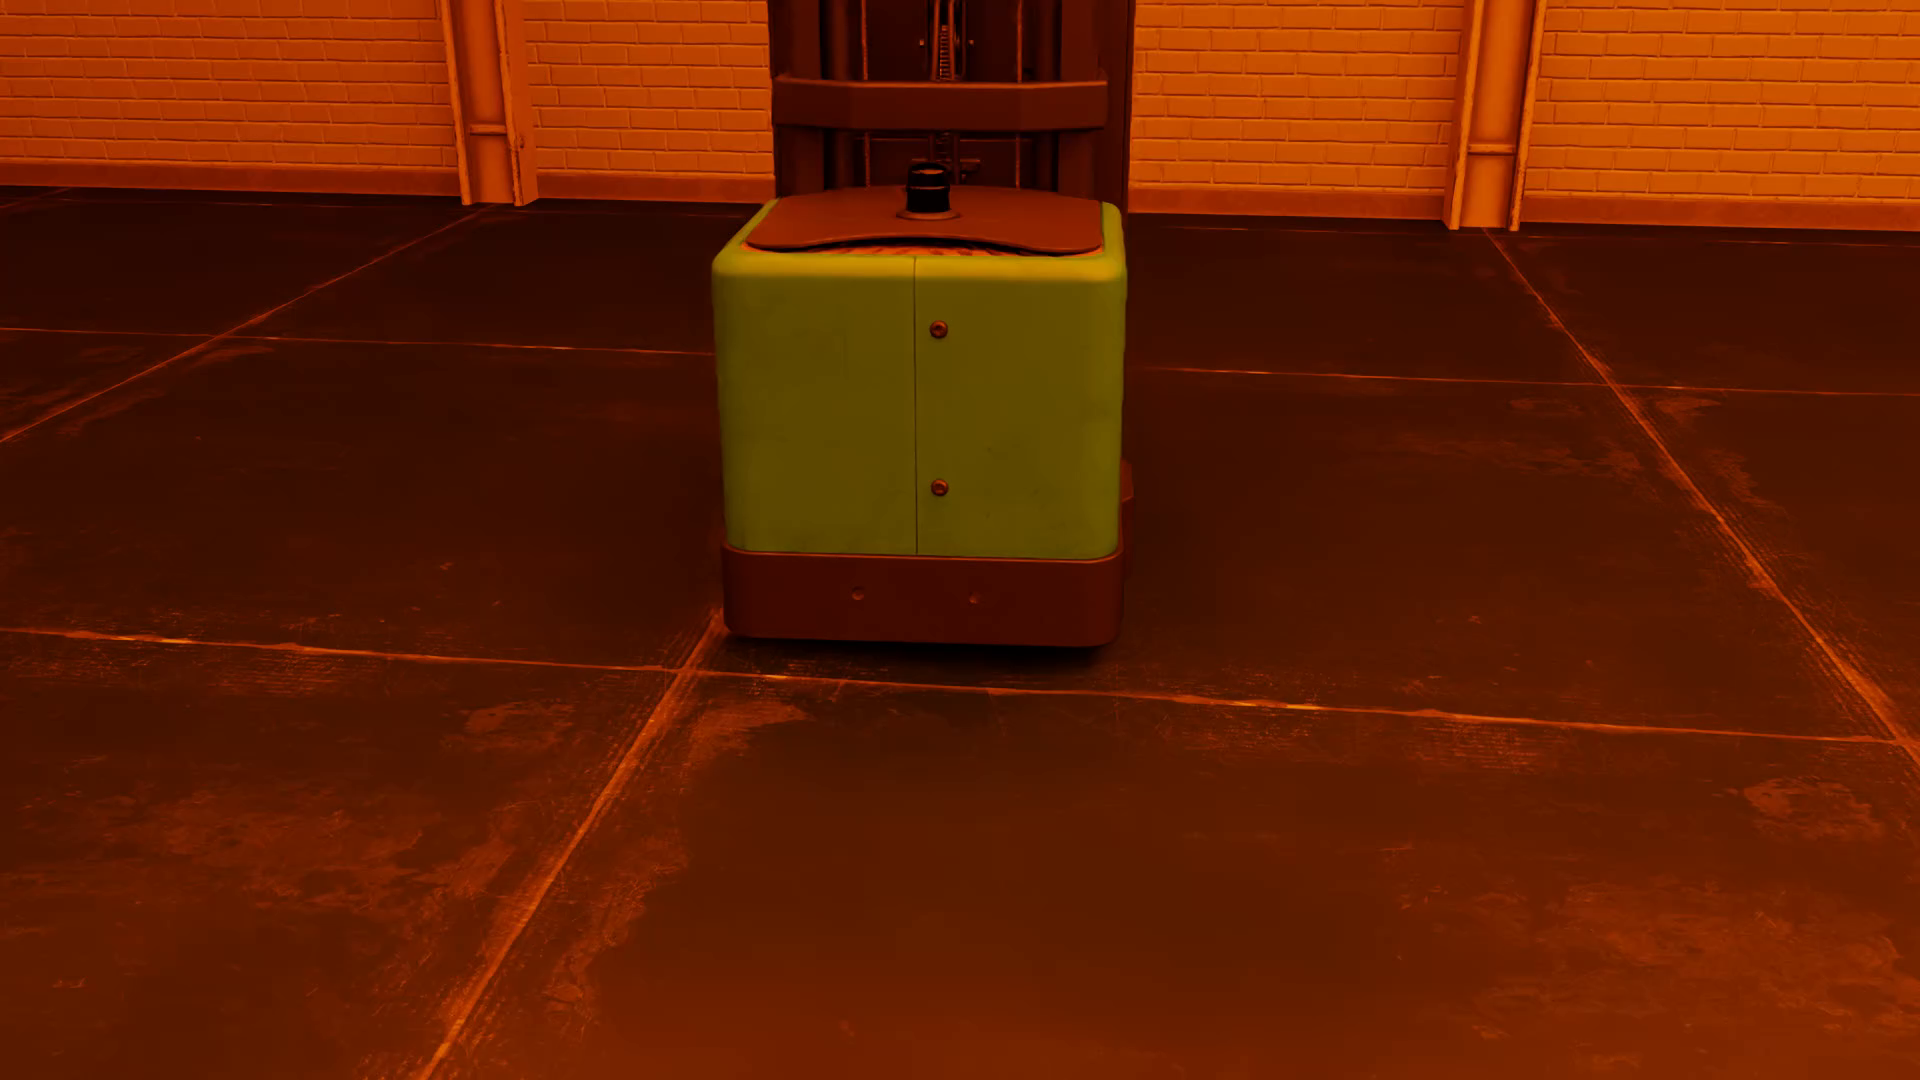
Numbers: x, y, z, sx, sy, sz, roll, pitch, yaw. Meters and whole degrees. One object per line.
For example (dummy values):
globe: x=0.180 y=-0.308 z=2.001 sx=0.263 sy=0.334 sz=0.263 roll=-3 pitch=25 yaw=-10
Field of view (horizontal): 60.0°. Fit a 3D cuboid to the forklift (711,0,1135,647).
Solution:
forklift: x=-0.009 y=-1.590 z=5.201 sx=1.130 sy=2.935 sz=3.031 roll=1 pitch=22 yaw=4
